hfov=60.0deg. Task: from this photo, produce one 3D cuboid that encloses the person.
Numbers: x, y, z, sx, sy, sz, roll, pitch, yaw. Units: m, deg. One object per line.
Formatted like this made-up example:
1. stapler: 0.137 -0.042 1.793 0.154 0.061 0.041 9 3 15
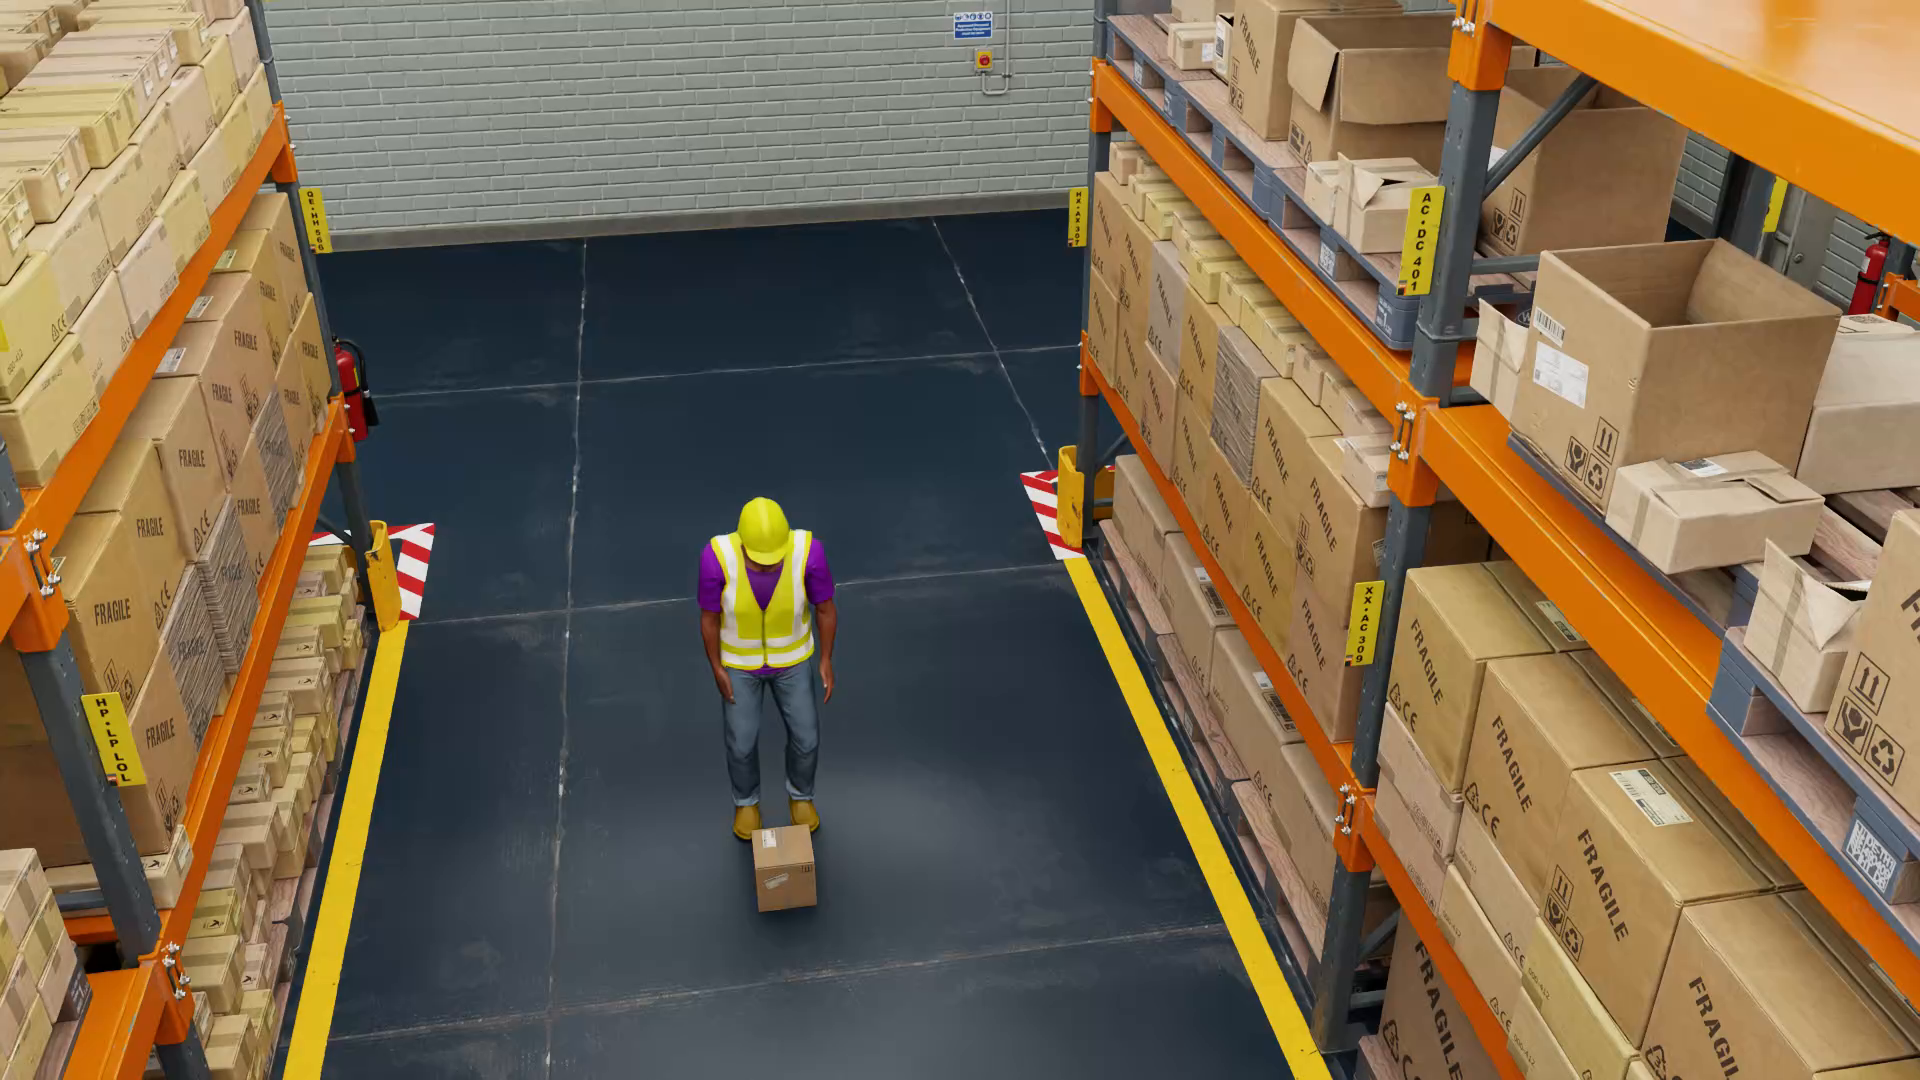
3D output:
1. person: -0.822 0.538 7.251 0.591 1.717 0.453 -5 31 -8
